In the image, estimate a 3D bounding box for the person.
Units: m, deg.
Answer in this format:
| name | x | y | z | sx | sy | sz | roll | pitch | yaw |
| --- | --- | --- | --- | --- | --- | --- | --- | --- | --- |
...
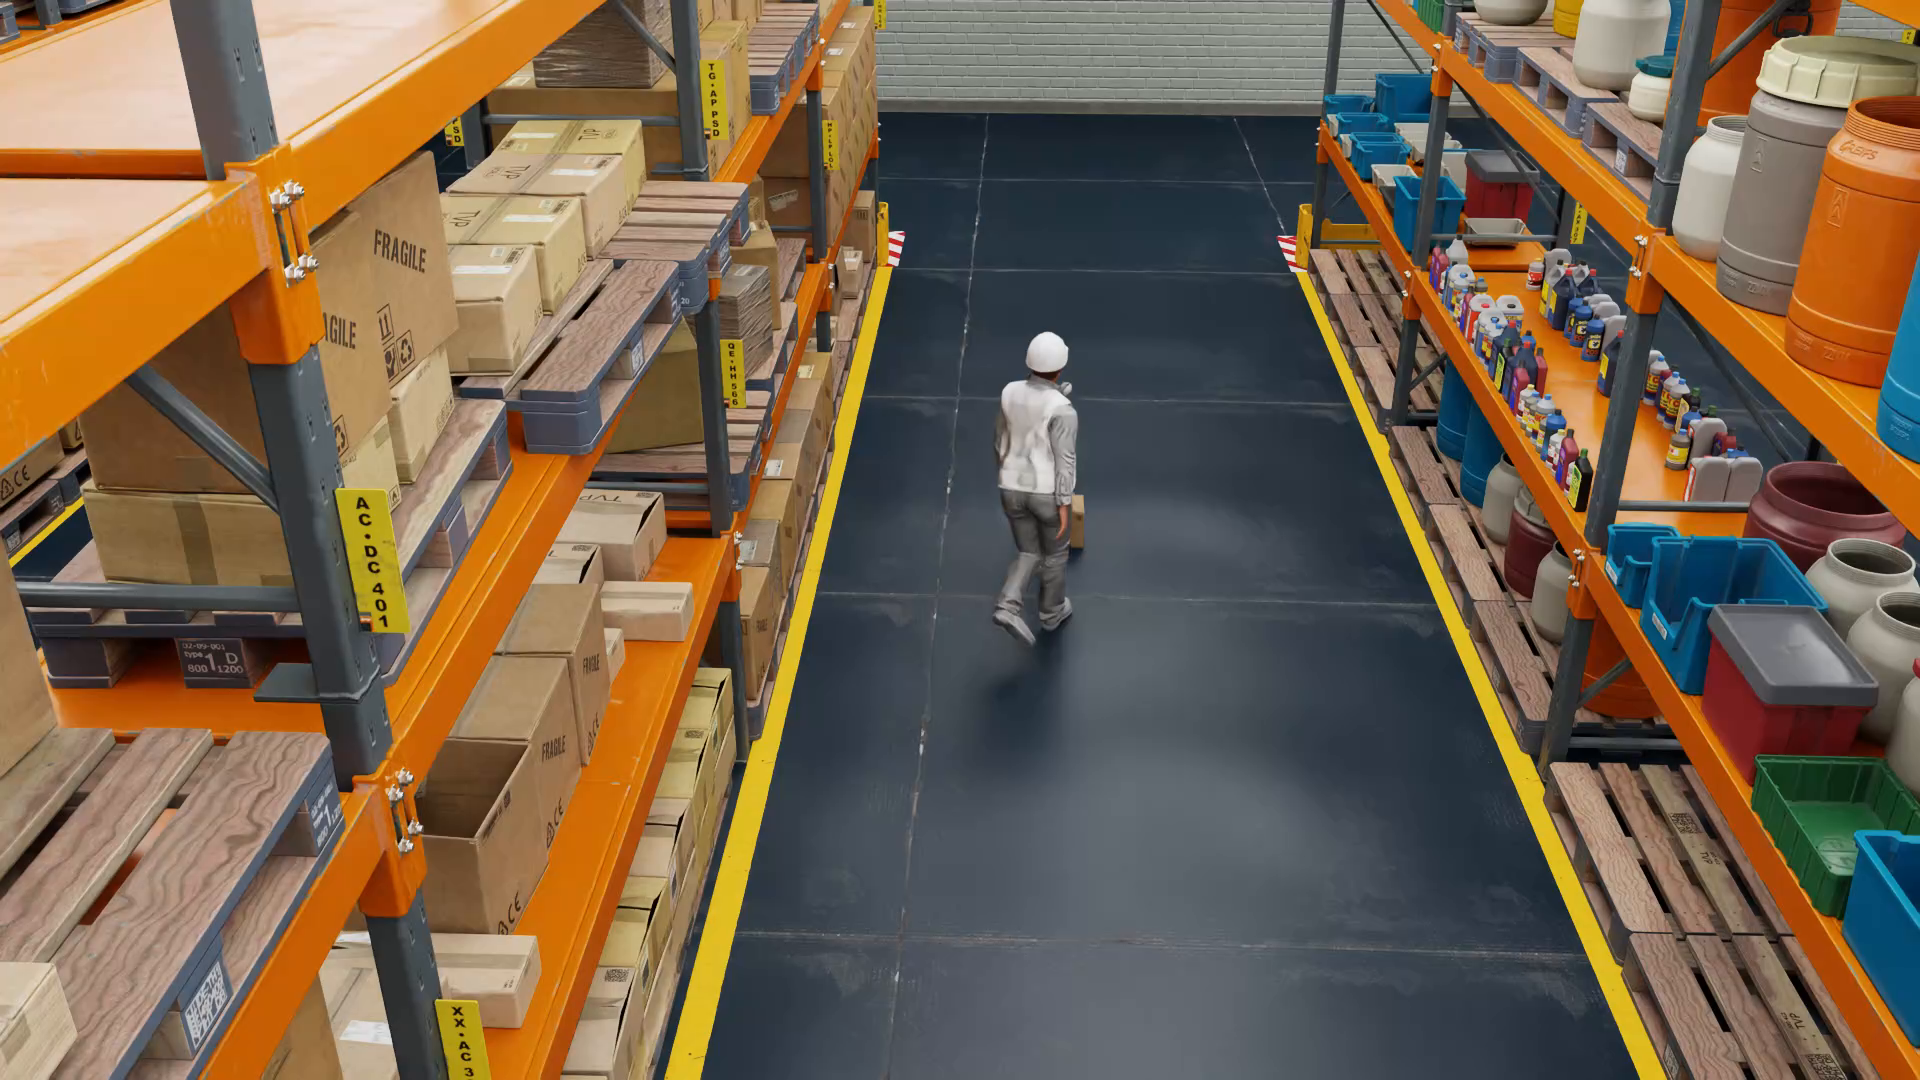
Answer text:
| name | x | y | z | sx | sy | sz | roll | pitch | yaw |
| --- | --- | --- | --- | --- | --- | --- | --- | --- | --- |
| person | 0.355 | -0.255 | 9.091 | 0.595 | 1.747 | 0.747 | 20 | 34 | 33 |
